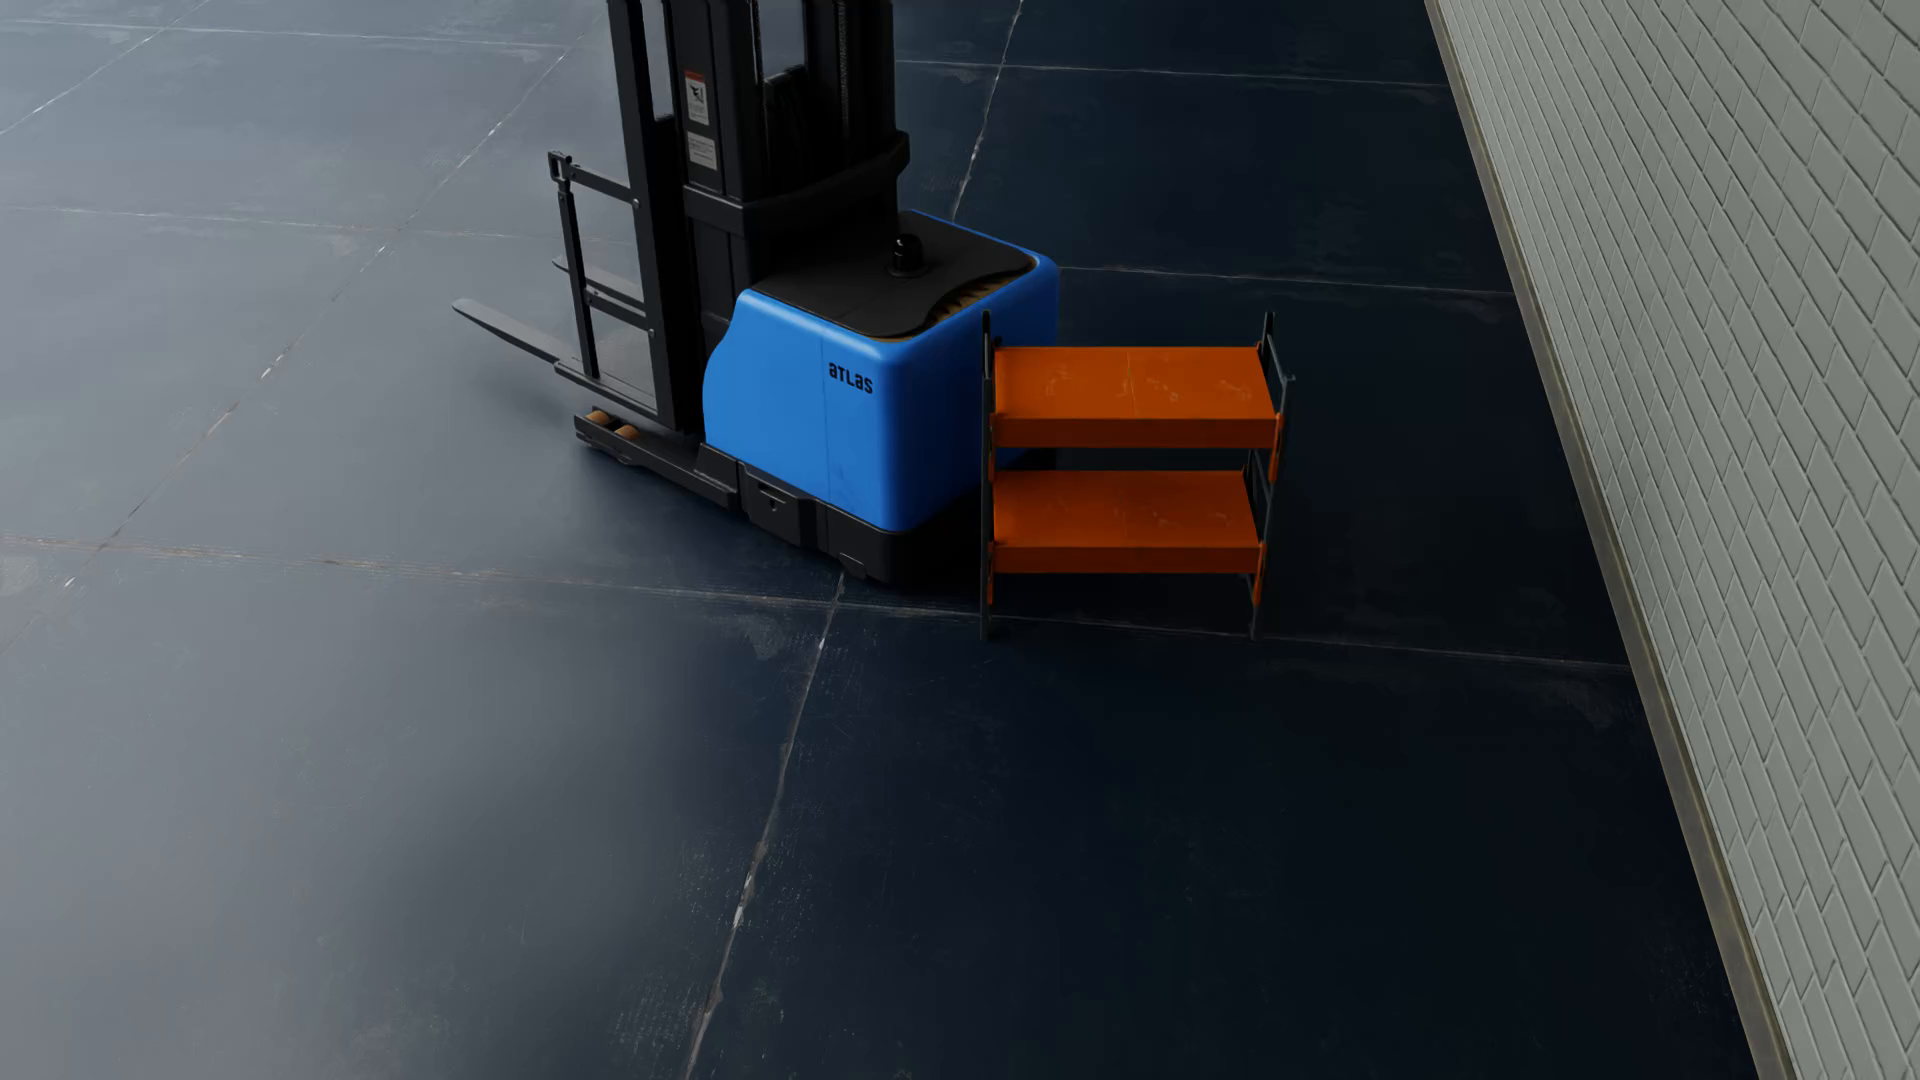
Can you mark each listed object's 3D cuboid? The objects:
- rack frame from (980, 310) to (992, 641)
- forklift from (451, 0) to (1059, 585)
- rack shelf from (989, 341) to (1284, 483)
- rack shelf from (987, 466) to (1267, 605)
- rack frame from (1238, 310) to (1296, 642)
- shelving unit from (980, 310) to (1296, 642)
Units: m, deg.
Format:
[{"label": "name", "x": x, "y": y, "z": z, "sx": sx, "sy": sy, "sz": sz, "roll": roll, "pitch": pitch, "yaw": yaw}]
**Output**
[{"label": "rack frame", "x": 0.093, "y": -0.224, "z": 6.096, "sx": 0.032, "sy": 1.125, "sz": 0.500, "roll": 0, "pitch": 36, "yaw": 0}, {"label": "forklift", "x": -1.057, "y": -1.732, "z": 6.653, "sx": 3.031, "sy": 2.935, "sz": 1.130, "roll": 26, "pitch": 43, "yaw": 31}, {"label": "rack shelf", "x": 0.602, "y": -0.461, "z": 5.924, "sx": 1.000, "sy": 0.278, "sz": 0.538, "roll": 0, "pitch": 36, "yaw": 0}, {"label": "rack shelf", "x": 0.602, "y": -0.024, "z": 6.236, "sx": 1.000, "sy": 0.278, "sz": 0.538, "roll": 0, "pitch": 36, "yaw": 0}, {"label": "rack frame", "x": 1.110, "y": -0.222, "z": 6.092, "sx": 0.032, "sy": 1.125, "sz": 0.500, "roll": 0, "pitch": 36, "yaw": 0}, {"label": "shelving unit", "x": 0.602, "y": -0.223, "z": 6.094, "sx": 1.048, "sy": 1.125, "sz": 0.538, "roll": 0, "pitch": 36, "yaw": 0}]
